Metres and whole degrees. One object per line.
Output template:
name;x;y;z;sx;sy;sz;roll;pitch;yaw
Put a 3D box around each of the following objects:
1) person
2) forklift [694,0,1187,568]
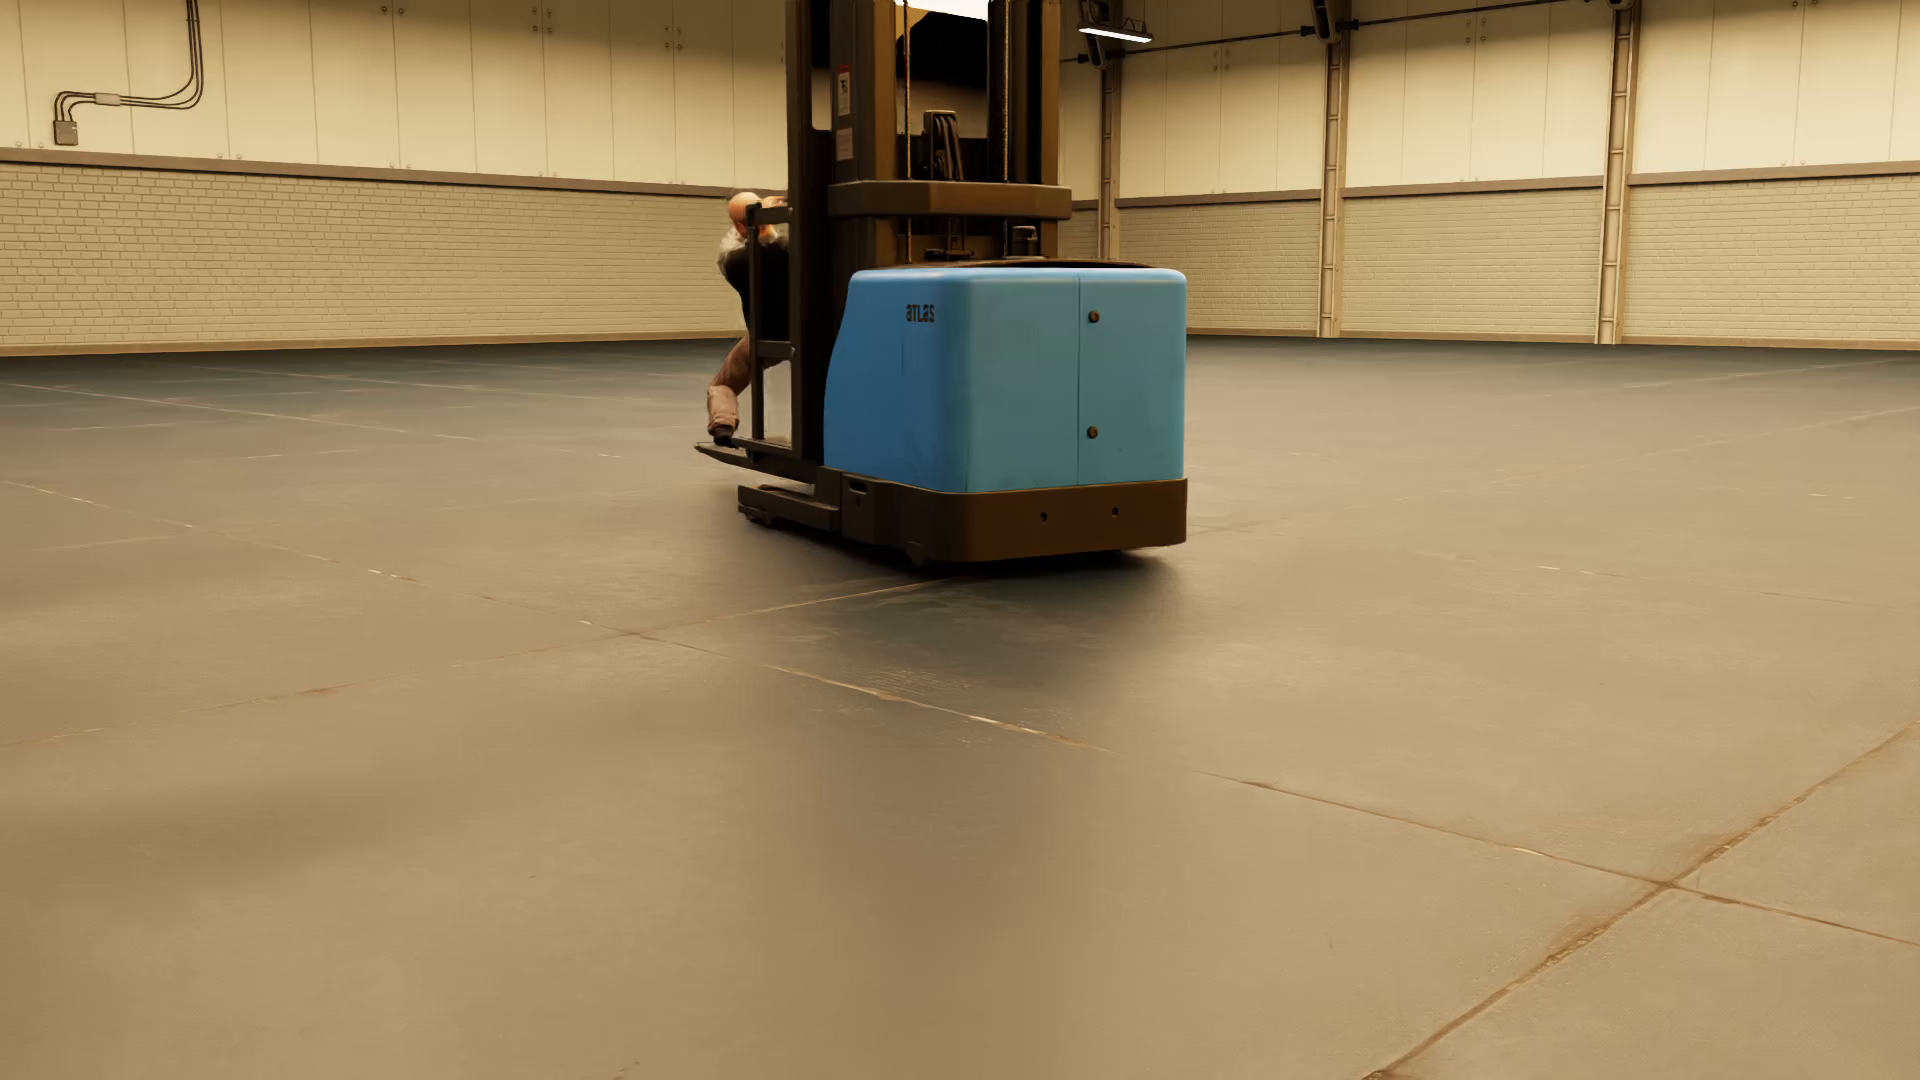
person;-0.793;-1.040;8.572;1.039;1.472;0.710;-1;9;-6
forklift;-0.311;-1.529;7.026;1.130;2.935;3.031;-5;10;-29
